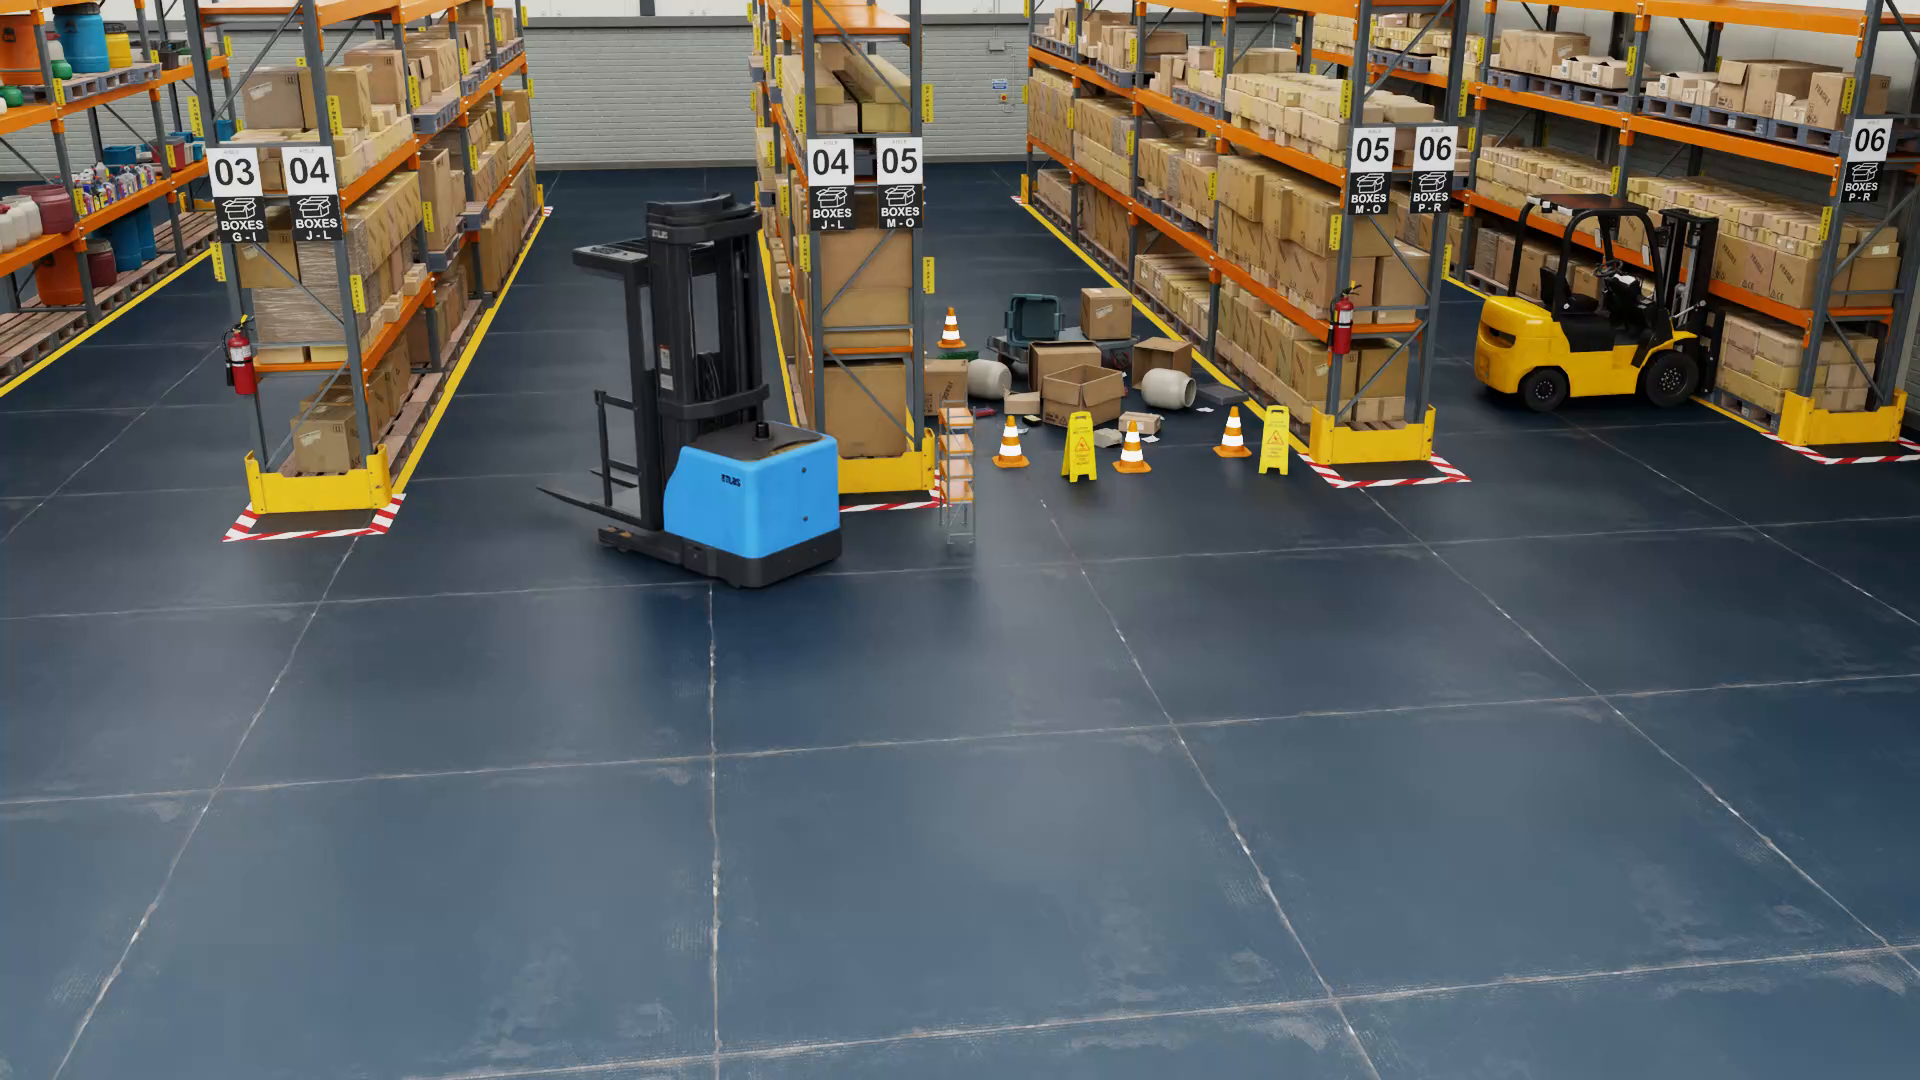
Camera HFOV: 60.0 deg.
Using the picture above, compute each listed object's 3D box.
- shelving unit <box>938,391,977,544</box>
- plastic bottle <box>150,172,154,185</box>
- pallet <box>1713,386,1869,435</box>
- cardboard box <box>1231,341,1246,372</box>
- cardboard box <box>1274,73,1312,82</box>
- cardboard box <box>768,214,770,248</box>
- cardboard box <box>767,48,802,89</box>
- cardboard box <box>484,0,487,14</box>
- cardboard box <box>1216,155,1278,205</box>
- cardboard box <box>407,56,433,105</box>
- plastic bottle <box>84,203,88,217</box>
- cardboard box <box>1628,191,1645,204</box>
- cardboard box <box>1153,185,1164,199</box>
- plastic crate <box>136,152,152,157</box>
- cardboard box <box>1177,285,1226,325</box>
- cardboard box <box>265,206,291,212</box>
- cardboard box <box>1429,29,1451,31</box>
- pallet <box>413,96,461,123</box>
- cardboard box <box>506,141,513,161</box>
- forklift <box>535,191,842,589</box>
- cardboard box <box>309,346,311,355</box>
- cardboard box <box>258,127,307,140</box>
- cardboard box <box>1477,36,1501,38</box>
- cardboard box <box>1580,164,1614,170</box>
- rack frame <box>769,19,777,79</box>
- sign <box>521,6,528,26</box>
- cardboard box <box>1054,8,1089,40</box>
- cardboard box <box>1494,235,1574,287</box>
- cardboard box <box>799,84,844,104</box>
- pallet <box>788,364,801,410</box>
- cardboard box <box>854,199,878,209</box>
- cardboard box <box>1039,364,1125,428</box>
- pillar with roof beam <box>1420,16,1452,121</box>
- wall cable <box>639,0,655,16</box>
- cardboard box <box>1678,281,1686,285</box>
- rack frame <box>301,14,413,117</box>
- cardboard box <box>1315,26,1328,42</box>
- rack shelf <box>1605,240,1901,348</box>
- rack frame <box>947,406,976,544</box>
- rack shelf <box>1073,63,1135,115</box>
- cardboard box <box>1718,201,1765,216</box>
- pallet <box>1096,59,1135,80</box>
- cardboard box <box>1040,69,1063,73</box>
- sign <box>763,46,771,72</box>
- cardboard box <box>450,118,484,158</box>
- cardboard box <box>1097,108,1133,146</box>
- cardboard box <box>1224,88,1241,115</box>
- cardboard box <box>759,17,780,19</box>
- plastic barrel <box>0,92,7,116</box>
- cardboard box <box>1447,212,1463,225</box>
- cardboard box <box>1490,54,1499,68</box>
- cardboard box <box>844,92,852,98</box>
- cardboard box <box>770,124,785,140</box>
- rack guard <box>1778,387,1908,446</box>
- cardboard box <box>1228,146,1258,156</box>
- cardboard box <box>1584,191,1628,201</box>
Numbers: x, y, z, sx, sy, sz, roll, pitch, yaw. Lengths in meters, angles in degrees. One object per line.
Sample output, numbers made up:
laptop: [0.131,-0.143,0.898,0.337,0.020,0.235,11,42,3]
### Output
shelving unit: [-0.024,-0.619,14.160,0.258,1.200,0.503,-3,21,-8]
plastic bottle: [-11.966,-5.350,24.537,0.097,0.201,0.097,0,20,0]
pallet: [8.810,-1.405,17.676,1.003,0.211,1.213,-3,21,-8]
cardboard box: [3.380,-2.088,18.850,0.500,0.250,0.500,-2,21,-5]
cardboard box: [3.736,-5.144,18.635,0.380,0.149,0.250,-2,21,-7]
cardboard box: [-2.719,-4.824,25.816,0.500,0.500,0.500,-2,21,-6]
cardboard box: [-2.405,-6.492,22.880,0.500,0.500,0.500,-3,21,-8]
cardboard box: [-7.781,-8.584,26.667,0.500,0.250,0.500,-4,21,-9]
cardboard box: [3.323,-4.073,18.838,0.700,0.500,0.500,-3,21,-8]
cardboard box: [-6.439,-5.226,18.887,0.797,0.503,0.637,-2,21,-6]
plastic bottle: [-11.556,-4.365,21.901,0.097,0.201,0.097,0,20,0]
cardboard box: [8.171,-4.061,19.731,0.380,0.149,0.250,-3,21,-9]
cardboard box: [2.781,-4.631,22.087,0.380,0.149,0.250,-3,21,-7]
plastic crate: [-12.935,-6.094,26.537,0.293,0.136,0.466,-3,21,-8]
cardboard box: [3.289,-2.978,21.057,0.950,0.372,0.625,-2,21,-4]
cardboard box: [-6.227,-2.876,15.631,0.500,0.500,0.500,-3,21,-8]
cardboard box: [7.523,-7.911,26.014,0.380,0.149,0.250,-2,21,-6]
pallet: [-6.469,-4.977,19.237,1.213,0.211,1.003,-3,21,-8]
cardboard box: [-7.294,-6.097,26.042,0.500,0.250,0.500,-3,21,-9]
forklift: [-2.426,-1.397,13.766,3.031,2.935,1.130,16,26,37]
cardboard box: [-6.037,-1.754,14.985,0.380,0.149,0.250,-3,21,-8]
cardboard box: [-6.146,-3.662,15.091,0.380,0.149,0.250,-3,21,-7]
cardboard box: [7.873,-7.373,24.603,0.380,0.149,0.250,-3,21,-8]
cardboard box: [8.373,-4.847,21.836,0.380,0.149,0.250,-3,21,-7]
rack frame: [-1.986,-7.493,21.415,1.000,3.000,0.127,-3,21,-8]
sign: [-7.523,-9.042,28.700,0.100,0.325,0.005,-3,21,-8]
cardboard box: [1.886,-8.727,28.121,0.500,0.500,0.500,-3,21,-7]
cardboard box: [7.987,-3.860,23.058,0.875,0.625,0.625,-2,21,-6]
cardboard box: [-1.217,-3.916,14.604,0.380,0.149,0.250,-3,21,-7]
pallet: [-1.377,-1.724,18.529,1.003,0.211,1.213,-3,21,-8]
cardboard box: [-0.965,-3.005,16.218,0.875,0.550,0.550,-3,21,-8]
cardboard box: [1.292,-1.508,17.534,0.637,0.503,0.797,17,27,39]
pillar with roof beam: [3.764,-9.483,26.745,9.100,9.000,0.400,-3,21,-8]
wall cable: [-5.467,-13.686,33.400,2.277,5.999,0.120,-3,21,-8]
cardboard box: [8.736,-2.875,19.528,0.500,0.250,0.500,-3,21,-9]
rack frame: [-6.332,-5.892,17.131,1.000,3.000,0.127,-3,21,-8]
cardboard box: [6.604,-8.942,29.374,0.500,0.250,0.500,-4,21,-9]
rack shelf: [8.674,-2.804,18.465,1.077,0.370,4.000,-3,21,-8]
rack frame: [0.011,-0.535,13.933,0.240,1.200,0.015,-3,21,-8]
rack shelf: [2.609,-6.727,24.682,1.077,0.370,4.000,-3,21,-8]
cardboard box: [8.475,-3.583,18.027,0.380,0.149,0.250,-3,21,-7]
pallet: [2.588,-6.891,24.361,1.003,0.211,1.213,-2,21,-5]
cardboard box: [1.630,-8.332,29.738,0.380,0.149,0.250,-2,21,-6]
sign: [-2.523,-6.303,21.778,0.100,0.325,0.005,-3,21,-8]
cardboard box: [-7.193,-5.695,23.601,0.797,0.503,0.637,-2,21,-6]
cardboard box: [2.351,-6.173,24.885,0.500,0.500,0.500,-3,21,-9]
cardboard box: [3.267,-4.890,18.524,0.500,0.250,0.500,-3,21,-9]
cardboard box: [-3.123,-8.545,27.451,0.380,0.149,0.250,-2,21,-6]
plastic barrel: [-11.396,-5.129,19.572,0.301,0.262,0.301,0,20,0]
cardboard box: [7.417,-4.799,24.824,0.380,0.149,0.250,-4,21,-11]
cardboard box: [7.559,-6.622,22.962,0.380,0.166,0.250,-3,21,-8]
cardboard box: [-1.251,-3.959,15.287,0.500,0.250,0.500,-3,21,-8]
cardboard box: [-2.912,-6.406,26.514,0.500,0.500,0.500,-3,21,-8]
rack guard: [8.966,-1.269,16.900,1.175,0.500,0.348,-3,21,-8]
cardboard box: [3.498,-4.820,20.740,0.380,0.149,0.250,-2,21,-5]
cardboard box: [8.062,-4.155,20.552,0.500,0.250,0.500,-3,21,-9]
